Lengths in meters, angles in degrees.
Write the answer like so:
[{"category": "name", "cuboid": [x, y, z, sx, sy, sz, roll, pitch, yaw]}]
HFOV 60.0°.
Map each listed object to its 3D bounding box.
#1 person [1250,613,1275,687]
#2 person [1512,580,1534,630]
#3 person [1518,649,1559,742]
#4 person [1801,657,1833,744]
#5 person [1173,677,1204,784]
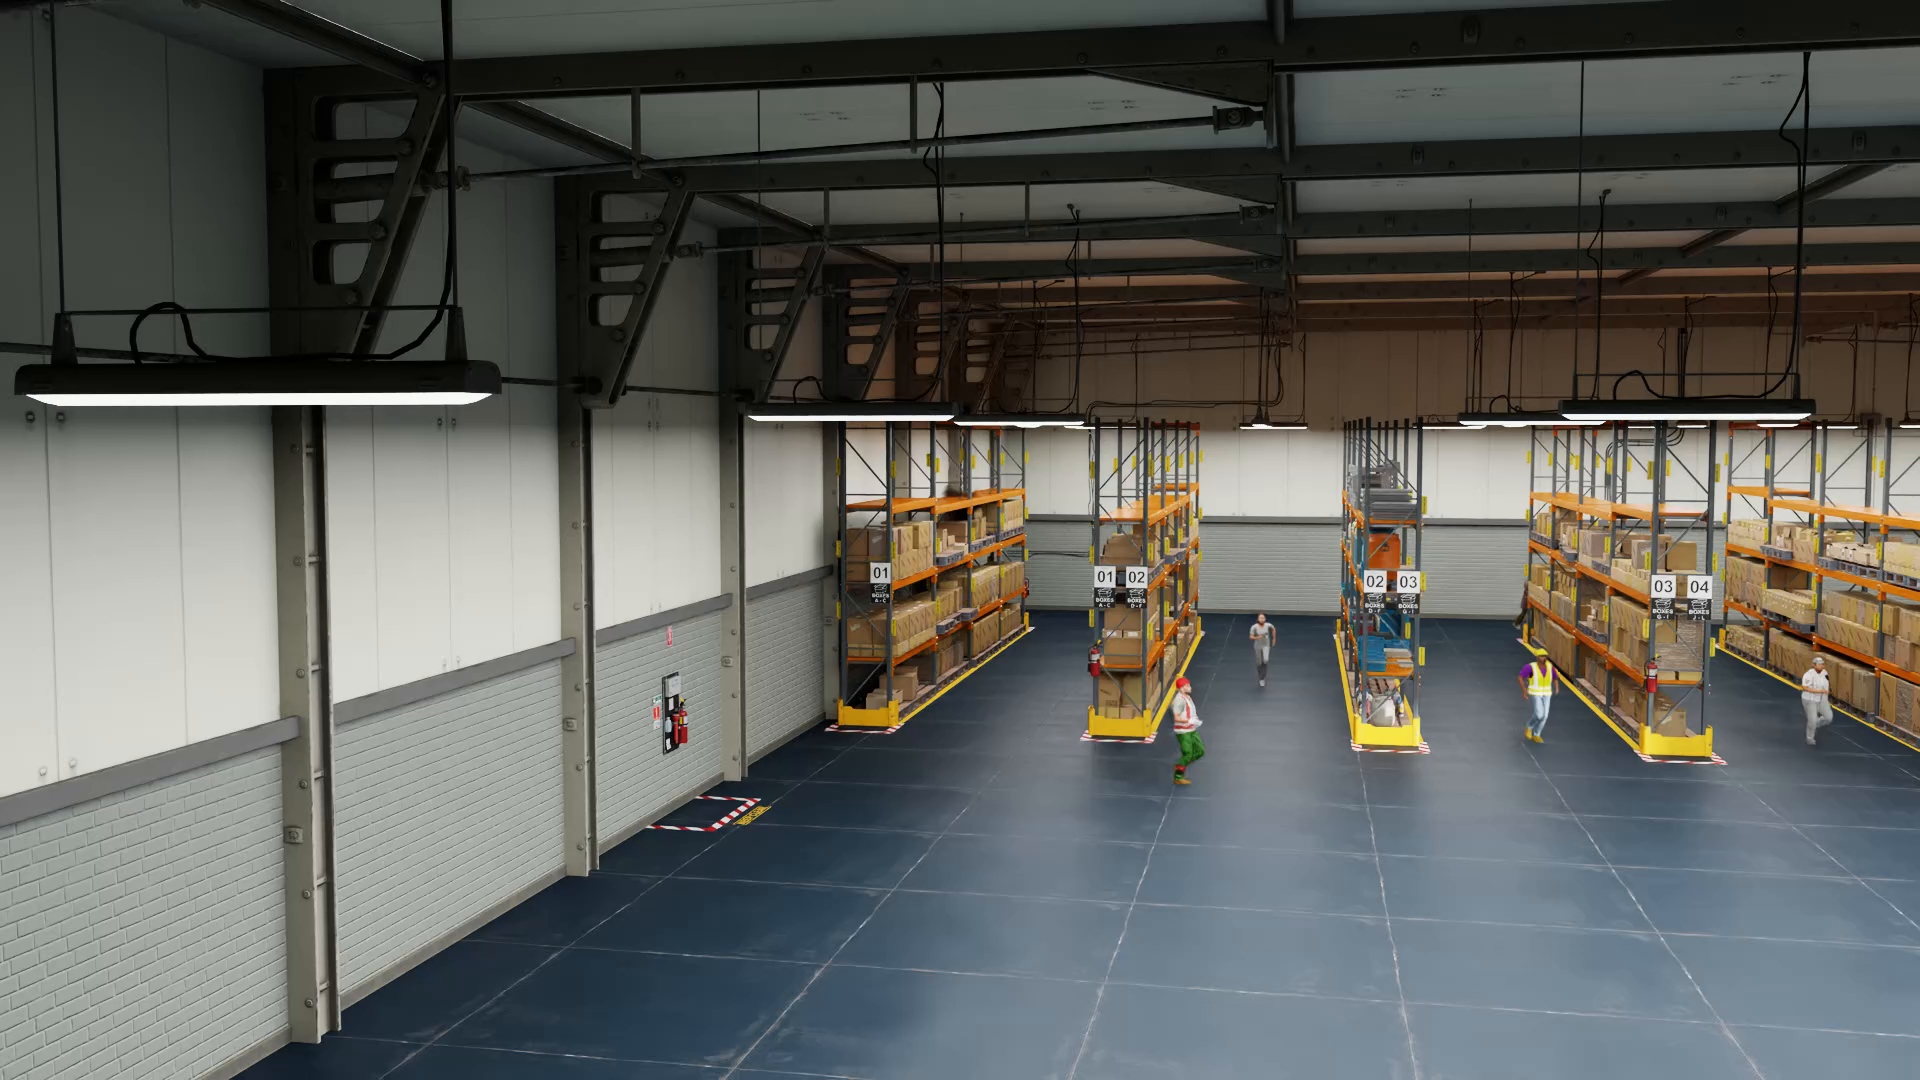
[{"category": "person", "cuboid": [6.815, 2.458, 37.475, 0.588, 1.668, 0.808, 0, 4, 7]}, {"category": "person", "cuboid": [16.212, 1.795, 47.433, 0.708, 1.858, 0.940, -3, 5, -36]}, {"category": "person", "cuboid": [10.721, 2.866, 30.657, 0.707, 1.730, 0.564, -1, 4, -9]}, {"category": "person", "cuboid": [15.678, 2.948, 30.367, 0.642, 1.607, 0.640, -1, 4, -9]}, {"category": "person", "cuboid": [3.712, 3.093, 26.921, 0.575, 1.740, 0.643, 2, 4, 28]}]
